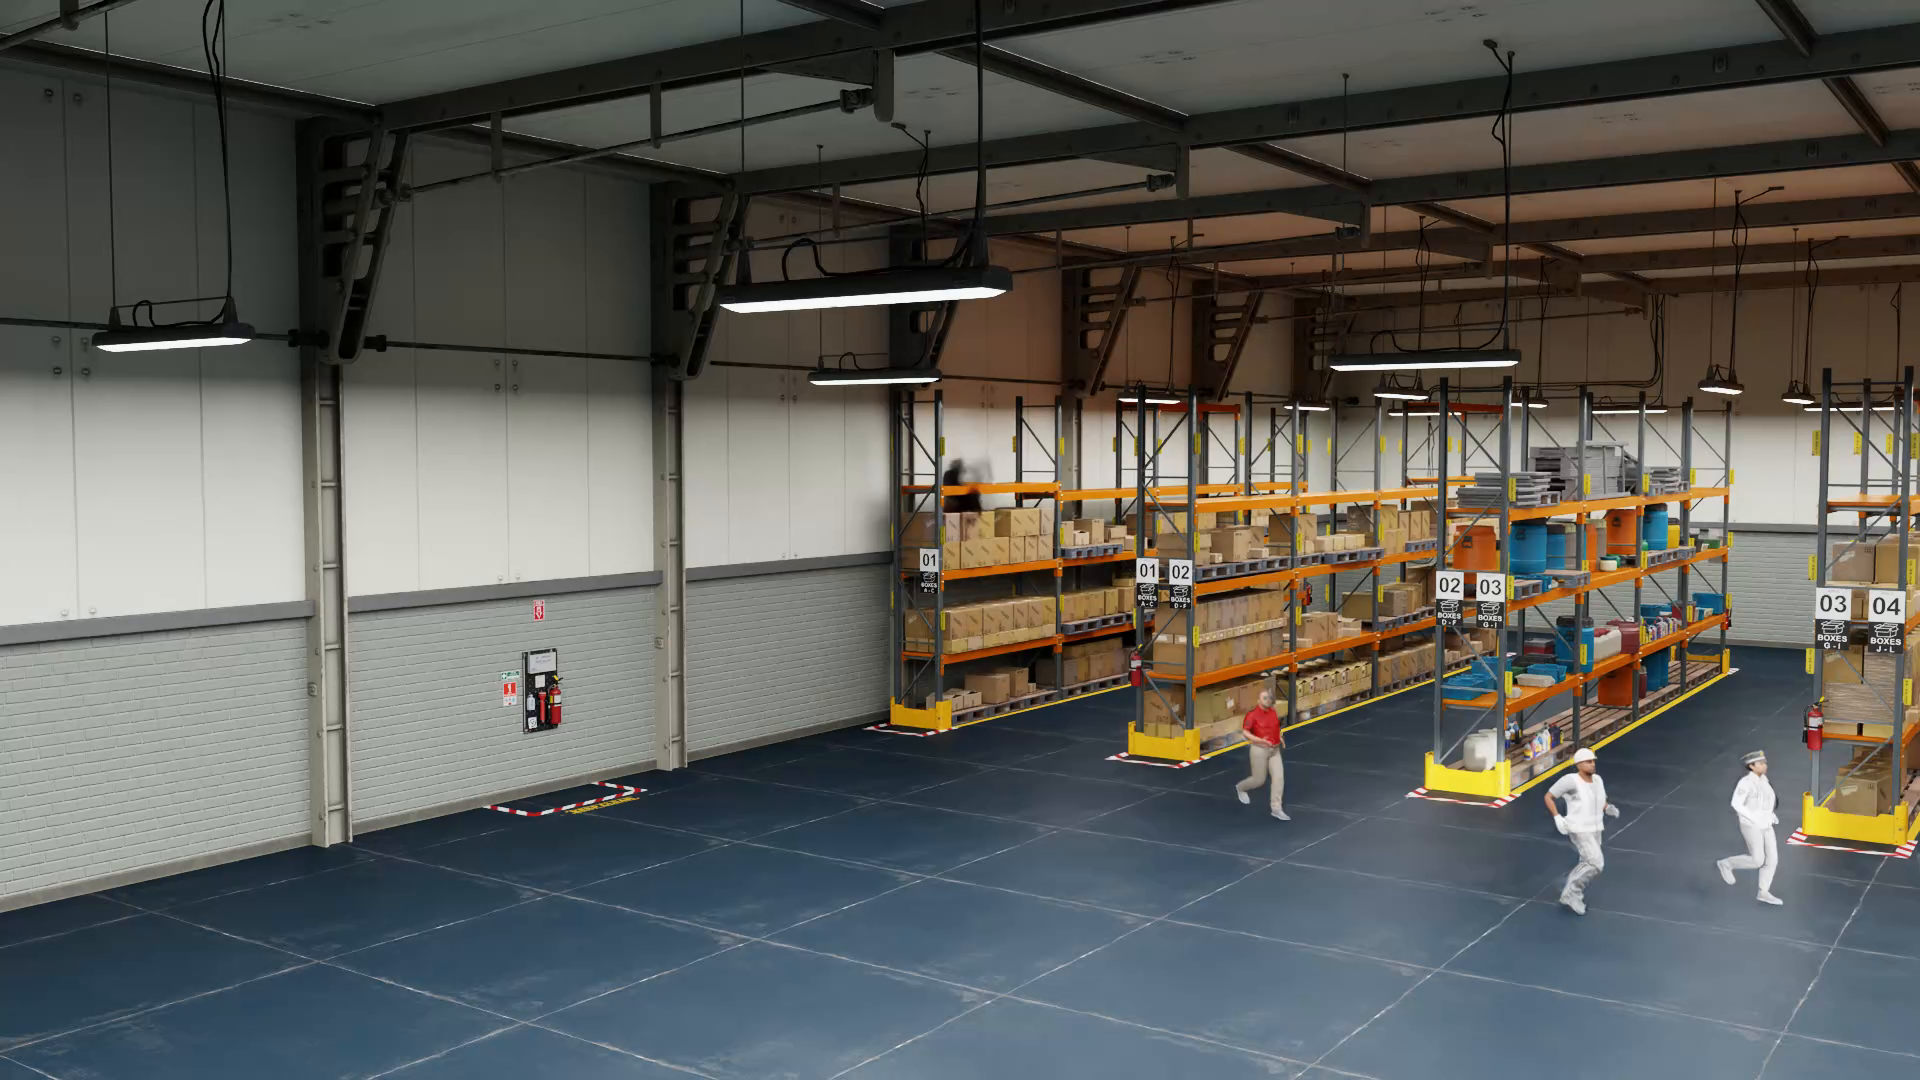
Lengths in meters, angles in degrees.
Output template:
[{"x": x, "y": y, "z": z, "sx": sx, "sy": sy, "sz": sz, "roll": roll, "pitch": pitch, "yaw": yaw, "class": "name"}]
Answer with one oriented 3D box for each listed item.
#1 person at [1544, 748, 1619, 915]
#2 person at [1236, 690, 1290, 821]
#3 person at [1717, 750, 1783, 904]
[{"x": 6.693, "y": 3.112, "z": 17.730, "sx": 0.662, "sy": 1.764, "sz": 0.675, "roll": -2, "pitch": 4, "yaw": -33, "class": "person"}, {"x": 4.137, "y": 2.889, "z": 22.538, "sx": 0.677, "sy": 1.705, "sz": 0.965, "roll": -2, "pitch": 4, "yaw": -27, "class": "person"}, {"x": 8.759, "y": 3.131, "z": 18.350, "sx": 0.631, "sy": 1.659, "sz": 0.729, "roll": -2, "pitch": 4, "yaw": -33, "class": "person"}]
